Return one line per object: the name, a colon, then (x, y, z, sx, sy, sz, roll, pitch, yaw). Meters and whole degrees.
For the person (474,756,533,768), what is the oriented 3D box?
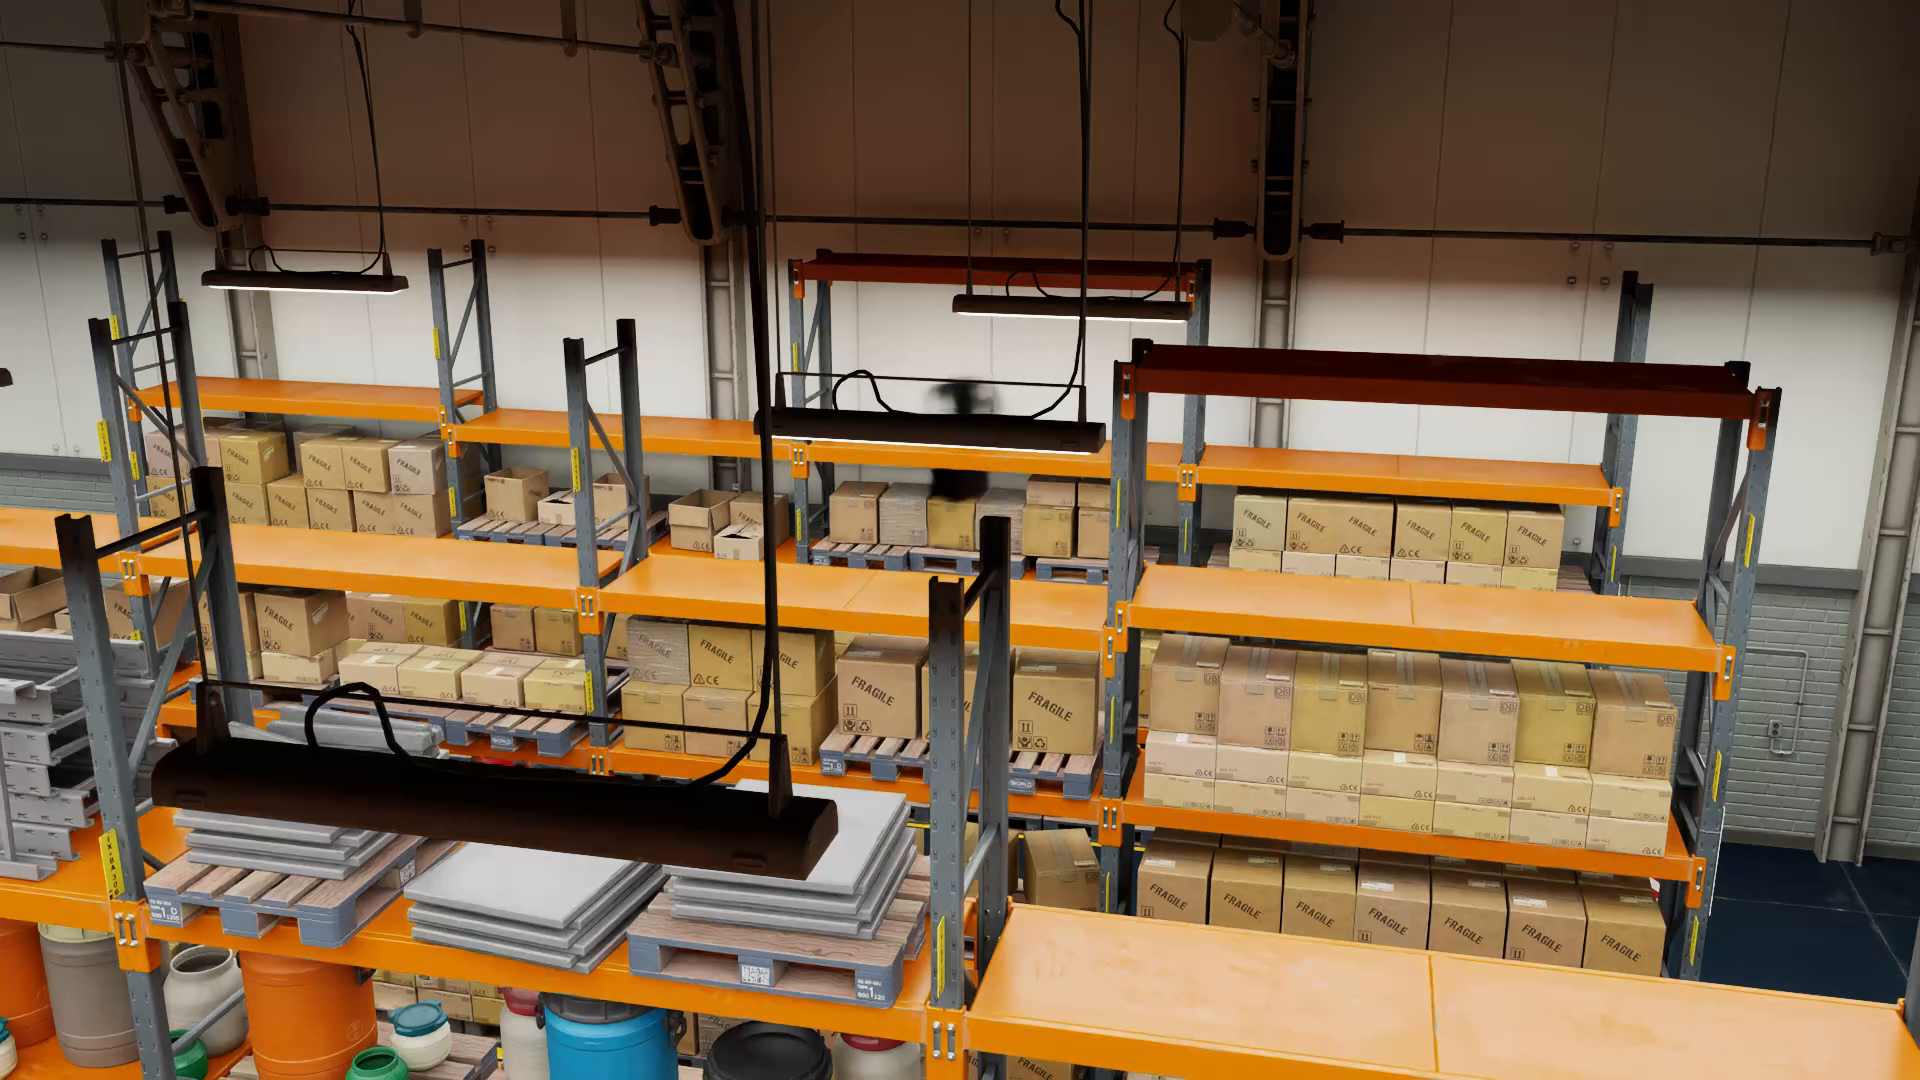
person: (-4.584, 2.585, 16.722, 0.911, 1.583, 0.673, 2, 16, 8)
